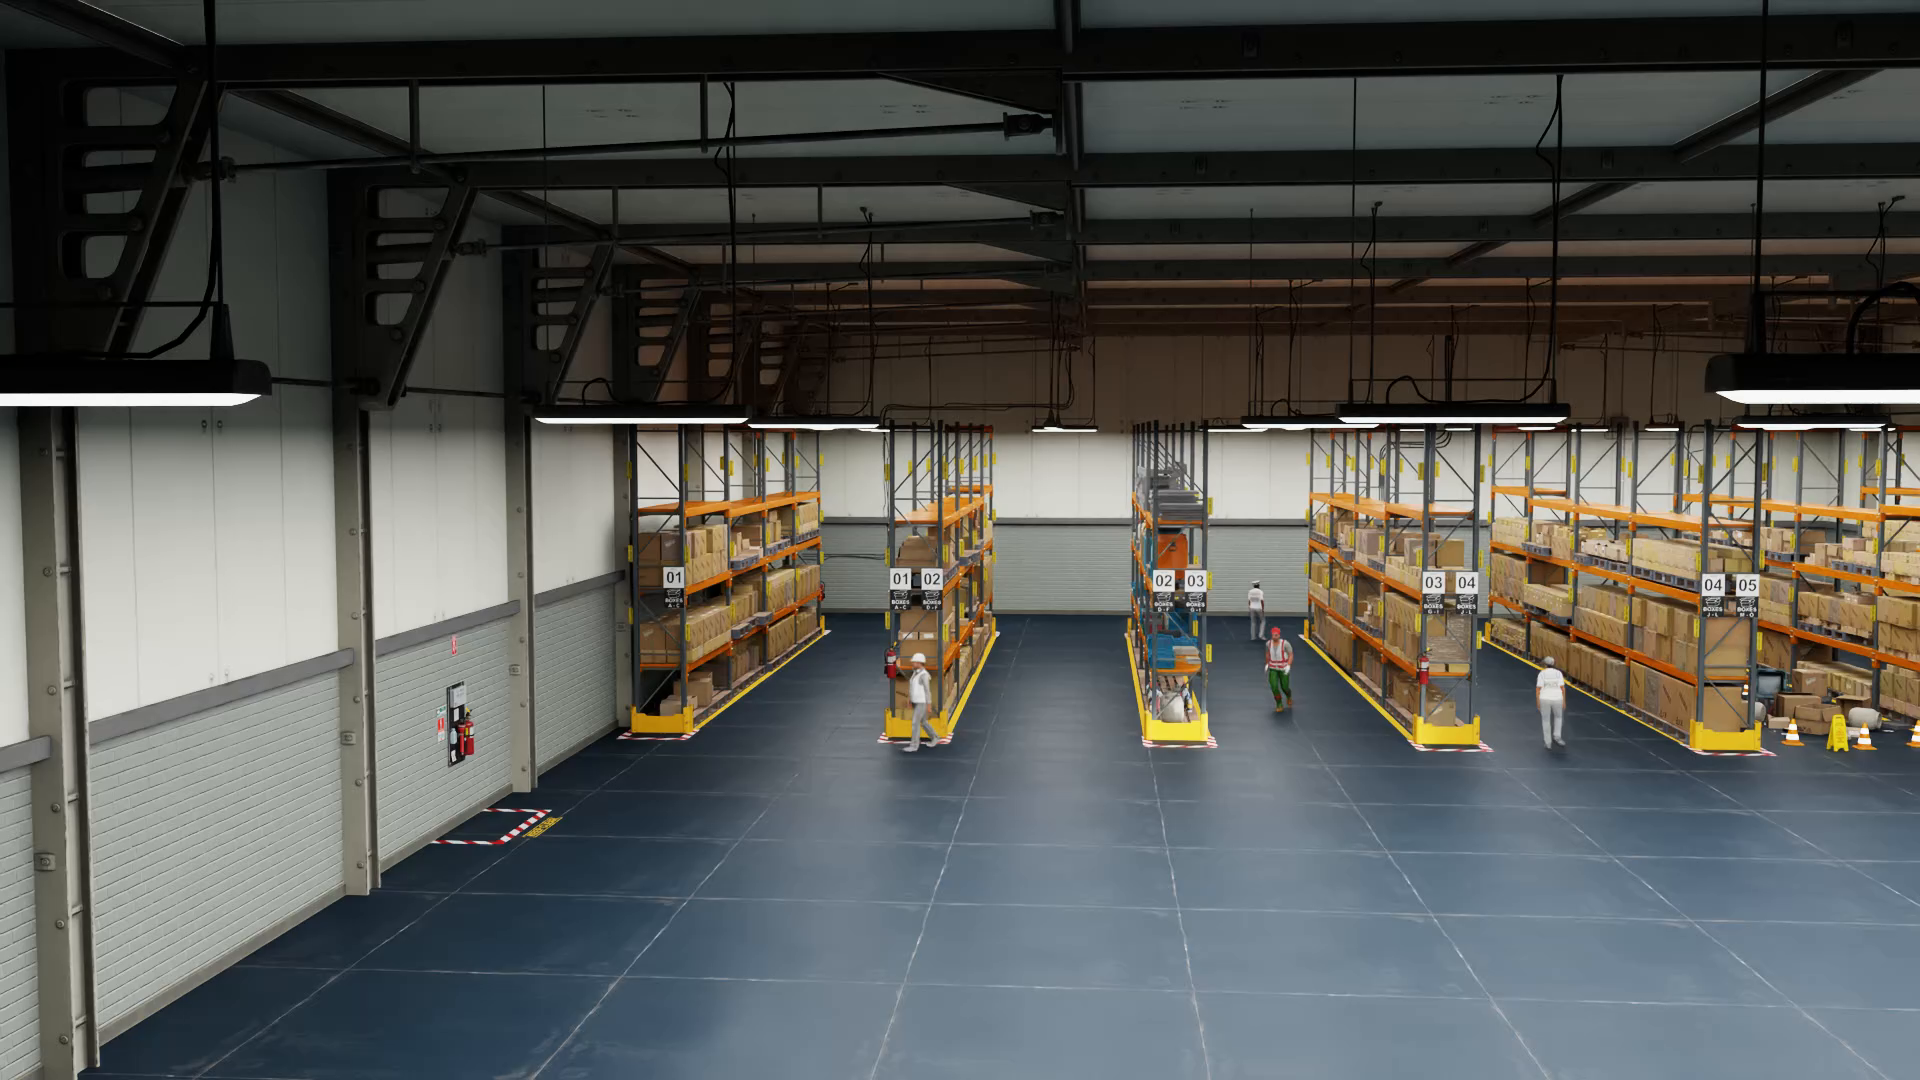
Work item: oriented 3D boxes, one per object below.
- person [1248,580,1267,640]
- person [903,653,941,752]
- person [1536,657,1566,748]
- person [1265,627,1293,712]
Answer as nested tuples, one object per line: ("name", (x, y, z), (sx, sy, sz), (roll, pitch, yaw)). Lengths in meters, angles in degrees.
("person", (8.276, 1.965, 46.291), (0.534, 1.676, 0.462), (2, 4, 25))
("person", (-0.700, 2.931, 30.185), (0.807, 1.762, 0.533), (-1, 4, -19))
("person", (10.807, 2.963, 30.426), (0.522, 1.651, 0.451), (1, 4, 16))
("person", (6.648, 2.666, 34.562), (0.610, 1.748, 0.745), (2, 4, 27))
